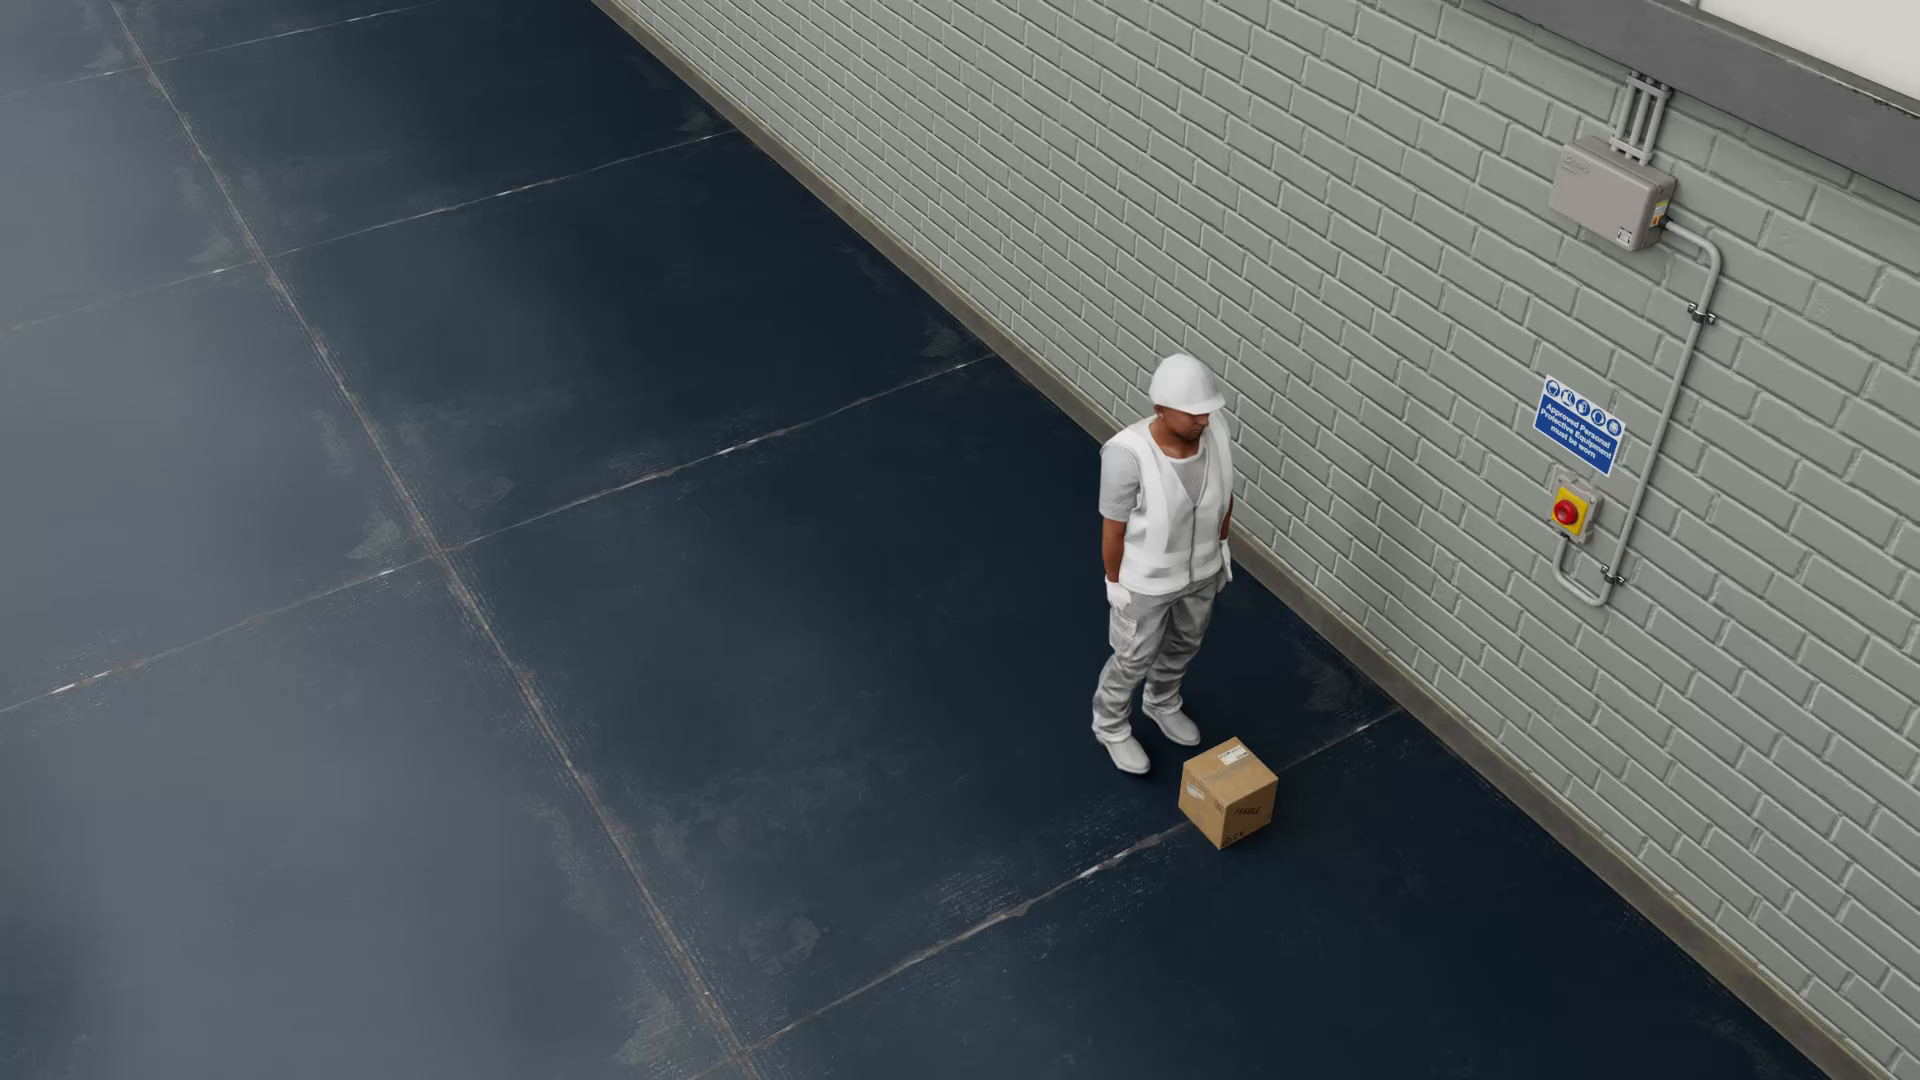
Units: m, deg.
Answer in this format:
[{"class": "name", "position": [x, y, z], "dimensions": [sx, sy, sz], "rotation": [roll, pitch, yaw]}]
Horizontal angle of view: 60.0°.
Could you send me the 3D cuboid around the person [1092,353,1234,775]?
[{"class": "person", "position": [0.752, 0.094, 6.033], "dimensions": [0.545, 1.781, 0.366], "rotation": [-21, 45, -23]}]
